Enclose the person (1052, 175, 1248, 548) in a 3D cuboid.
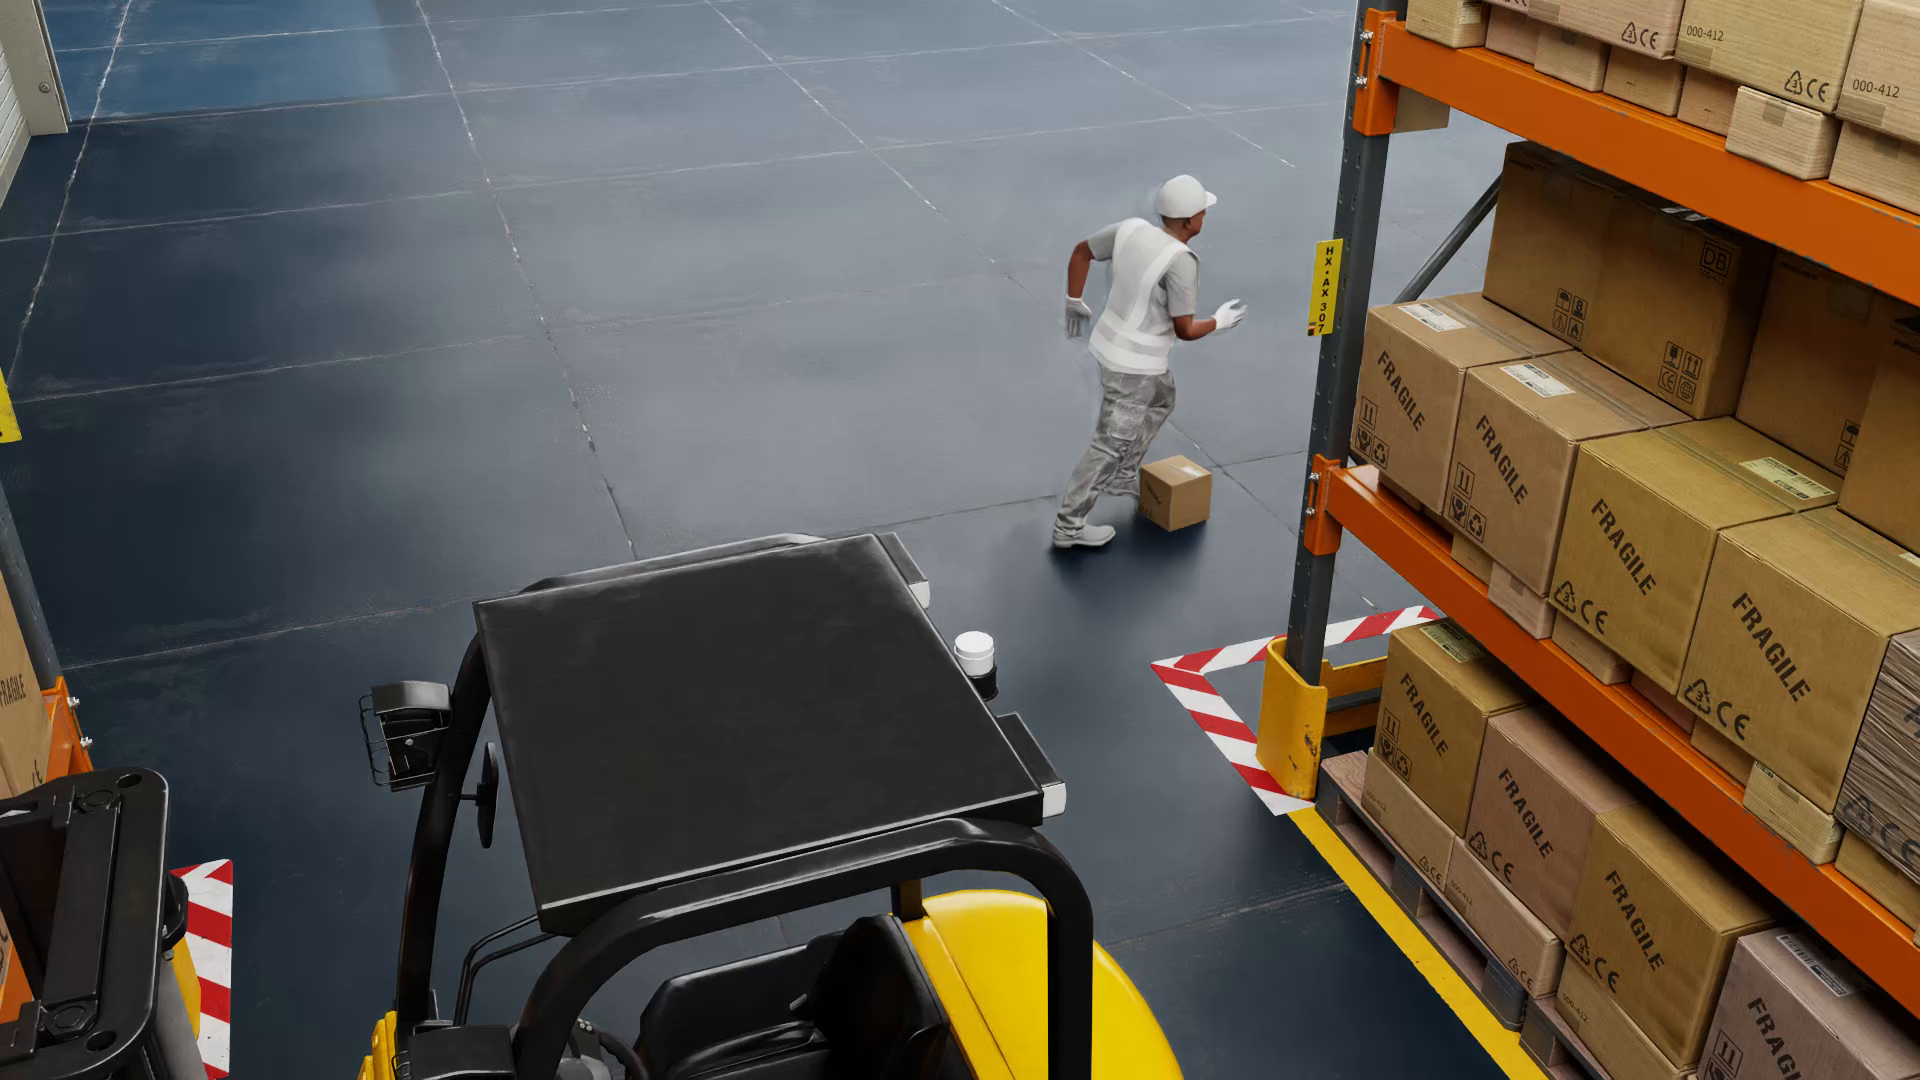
[{"bbox_3d":[0.834,-0.838,7.645,0.908,1.690,0.675,-8,30,-13],"label":"person"}]
